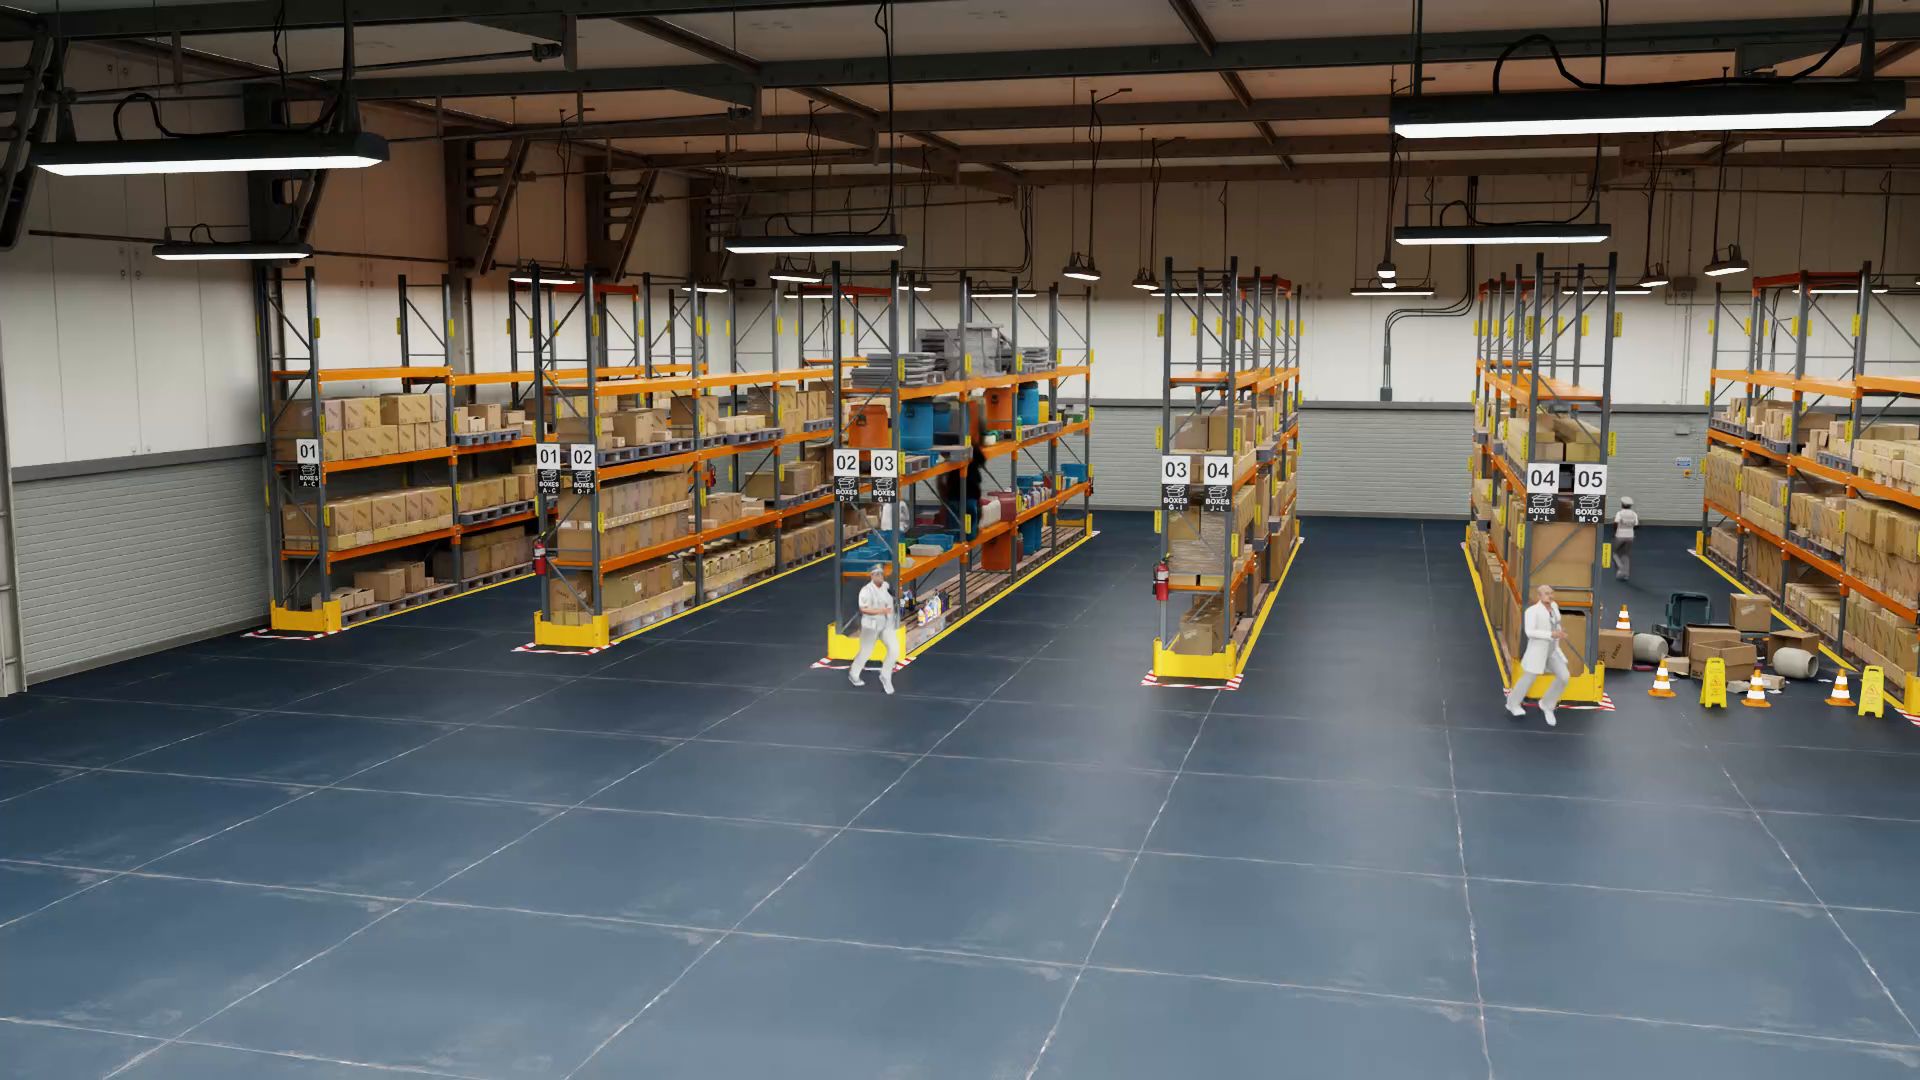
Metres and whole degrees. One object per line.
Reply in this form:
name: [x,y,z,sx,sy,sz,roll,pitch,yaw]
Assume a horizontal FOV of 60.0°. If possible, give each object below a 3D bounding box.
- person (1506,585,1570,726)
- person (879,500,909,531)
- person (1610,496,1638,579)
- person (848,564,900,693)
person: [7.420,1.448,21.165,0.732,1.800,0.952,-3,8,-22]
person: [-1.290,-0.151,32.115,0.638,1.842,0.783,1,7,7]
person: [13.285,-0.056,33.379,0.565,1.655,0.553,0,7,-2]
person: [-1.147,1.218,23.044,0.676,1.830,0.890,-6,9,-39]
